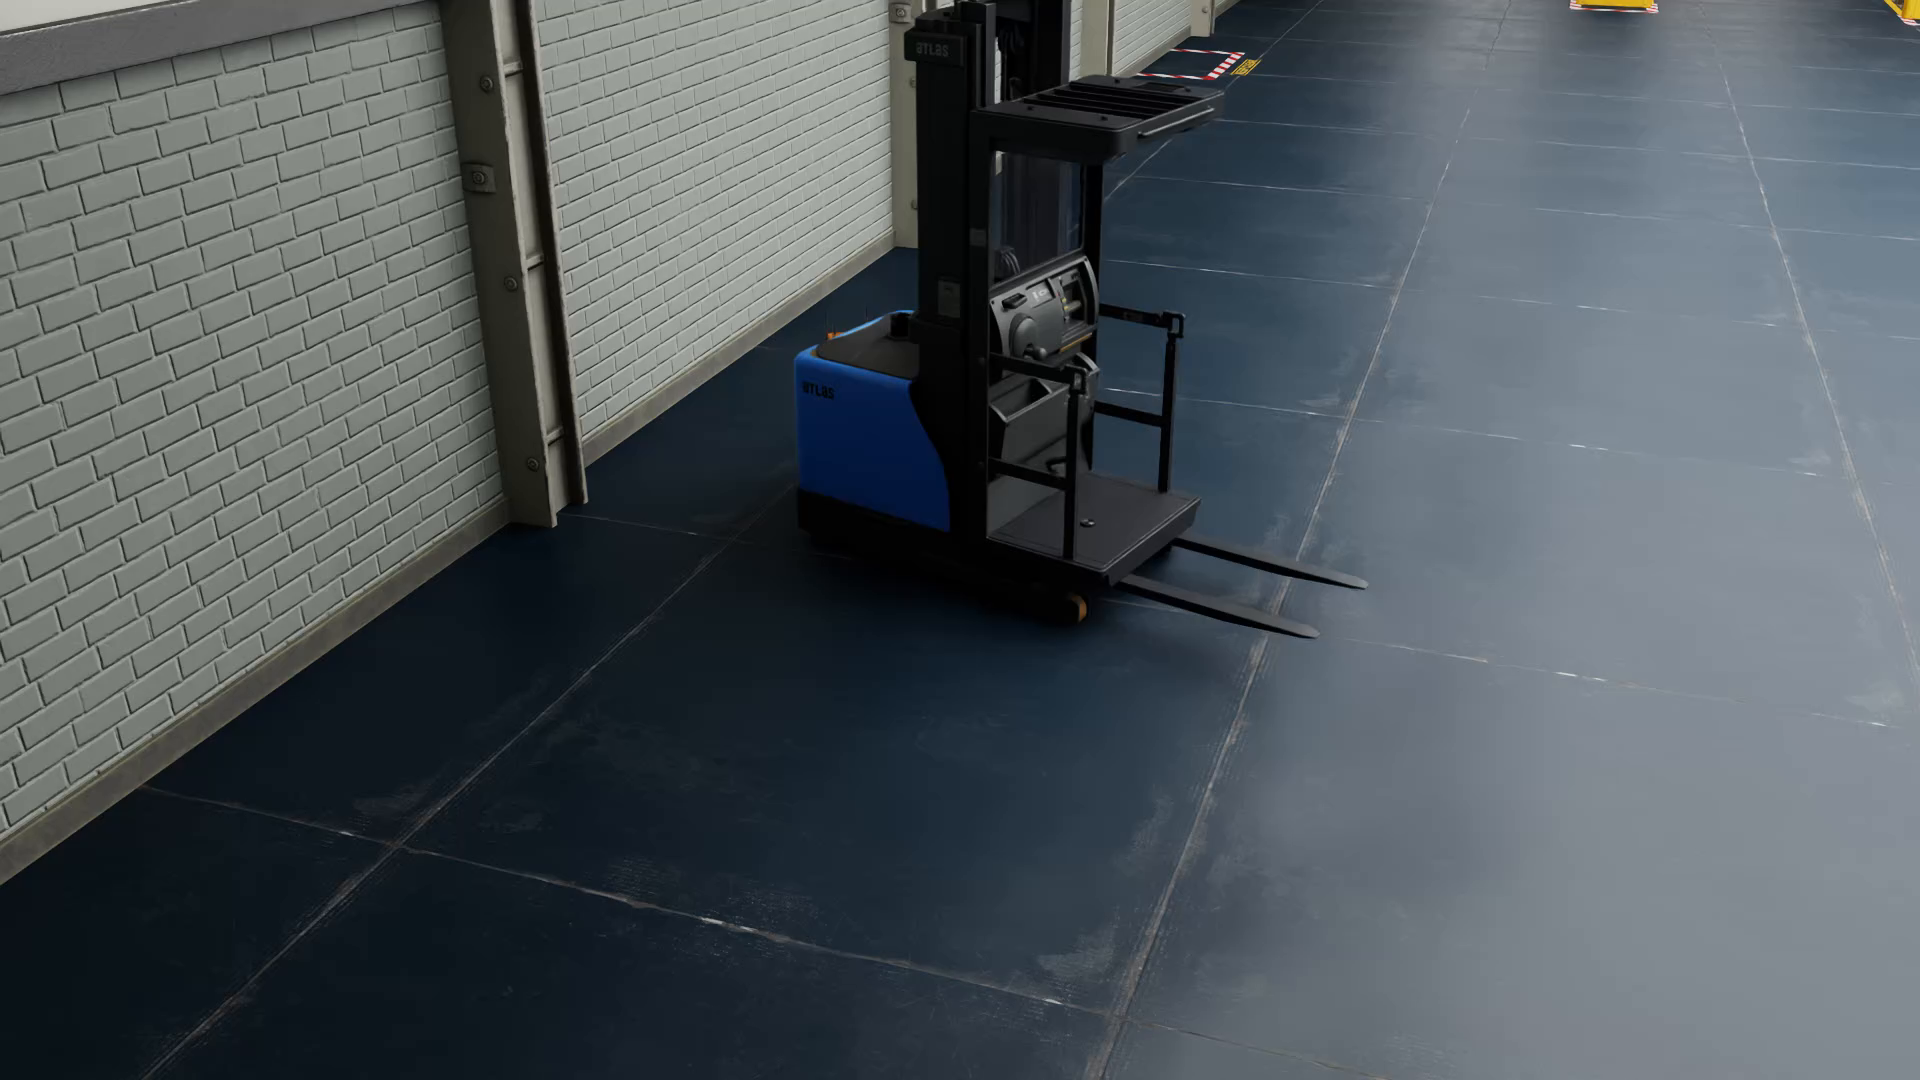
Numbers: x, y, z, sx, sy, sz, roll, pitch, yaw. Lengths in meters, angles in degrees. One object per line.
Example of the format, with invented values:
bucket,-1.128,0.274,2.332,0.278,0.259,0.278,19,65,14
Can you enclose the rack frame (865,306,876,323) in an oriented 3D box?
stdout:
rack frame,-0.513,-0.843,9.786,0.008,1.050,0.200,-9,27,-18

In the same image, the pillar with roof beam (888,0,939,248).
pillar with roof beam,3.674,-6.064,11.447,9.100,9.000,0.400,9,27,17

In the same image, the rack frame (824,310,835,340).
rack frame,-0.743,-0.807,9.712,0.008,1.050,0.200,-9,27,-18

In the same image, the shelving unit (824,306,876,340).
shelving unit,-0.628,-0.825,9.749,0.252,1.050,0.215,-9,27,-18

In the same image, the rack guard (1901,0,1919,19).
rack guard,15.511,-8.448,26.124,1.175,0.500,0.348,9,27,17

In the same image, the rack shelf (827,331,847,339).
rack shelf,-0.628,-1.071,9.630,0.240,0.259,0.215,-9,27,-18

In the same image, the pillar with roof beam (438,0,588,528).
pillar with roof beam,1.678,-3.598,6.355,9.100,9.000,0.400,9,27,17

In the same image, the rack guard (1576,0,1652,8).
rack guard,10.852,-9.120,27.512,1.175,0.500,0.348,9,27,17

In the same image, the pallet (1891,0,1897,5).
pallet,16.194,-9.151,27.907,1.003,0.211,1.213,9,27,17

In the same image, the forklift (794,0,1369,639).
forklift,0.603,-1.151,8.263,3.031,2.935,1.130,17,30,30

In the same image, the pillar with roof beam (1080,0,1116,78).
pillar with roof beam,5.671,-8.529,16.540,9.100,9.000,0.400,9,27,17

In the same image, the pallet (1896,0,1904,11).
pallet,15.786,-8.651,26.875,1.003,0.211,1.213,9,27,17

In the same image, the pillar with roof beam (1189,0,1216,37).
pillar with roof beam,7.668,-10.995,21.632,9.100,9.000,0.400,9,27,17
